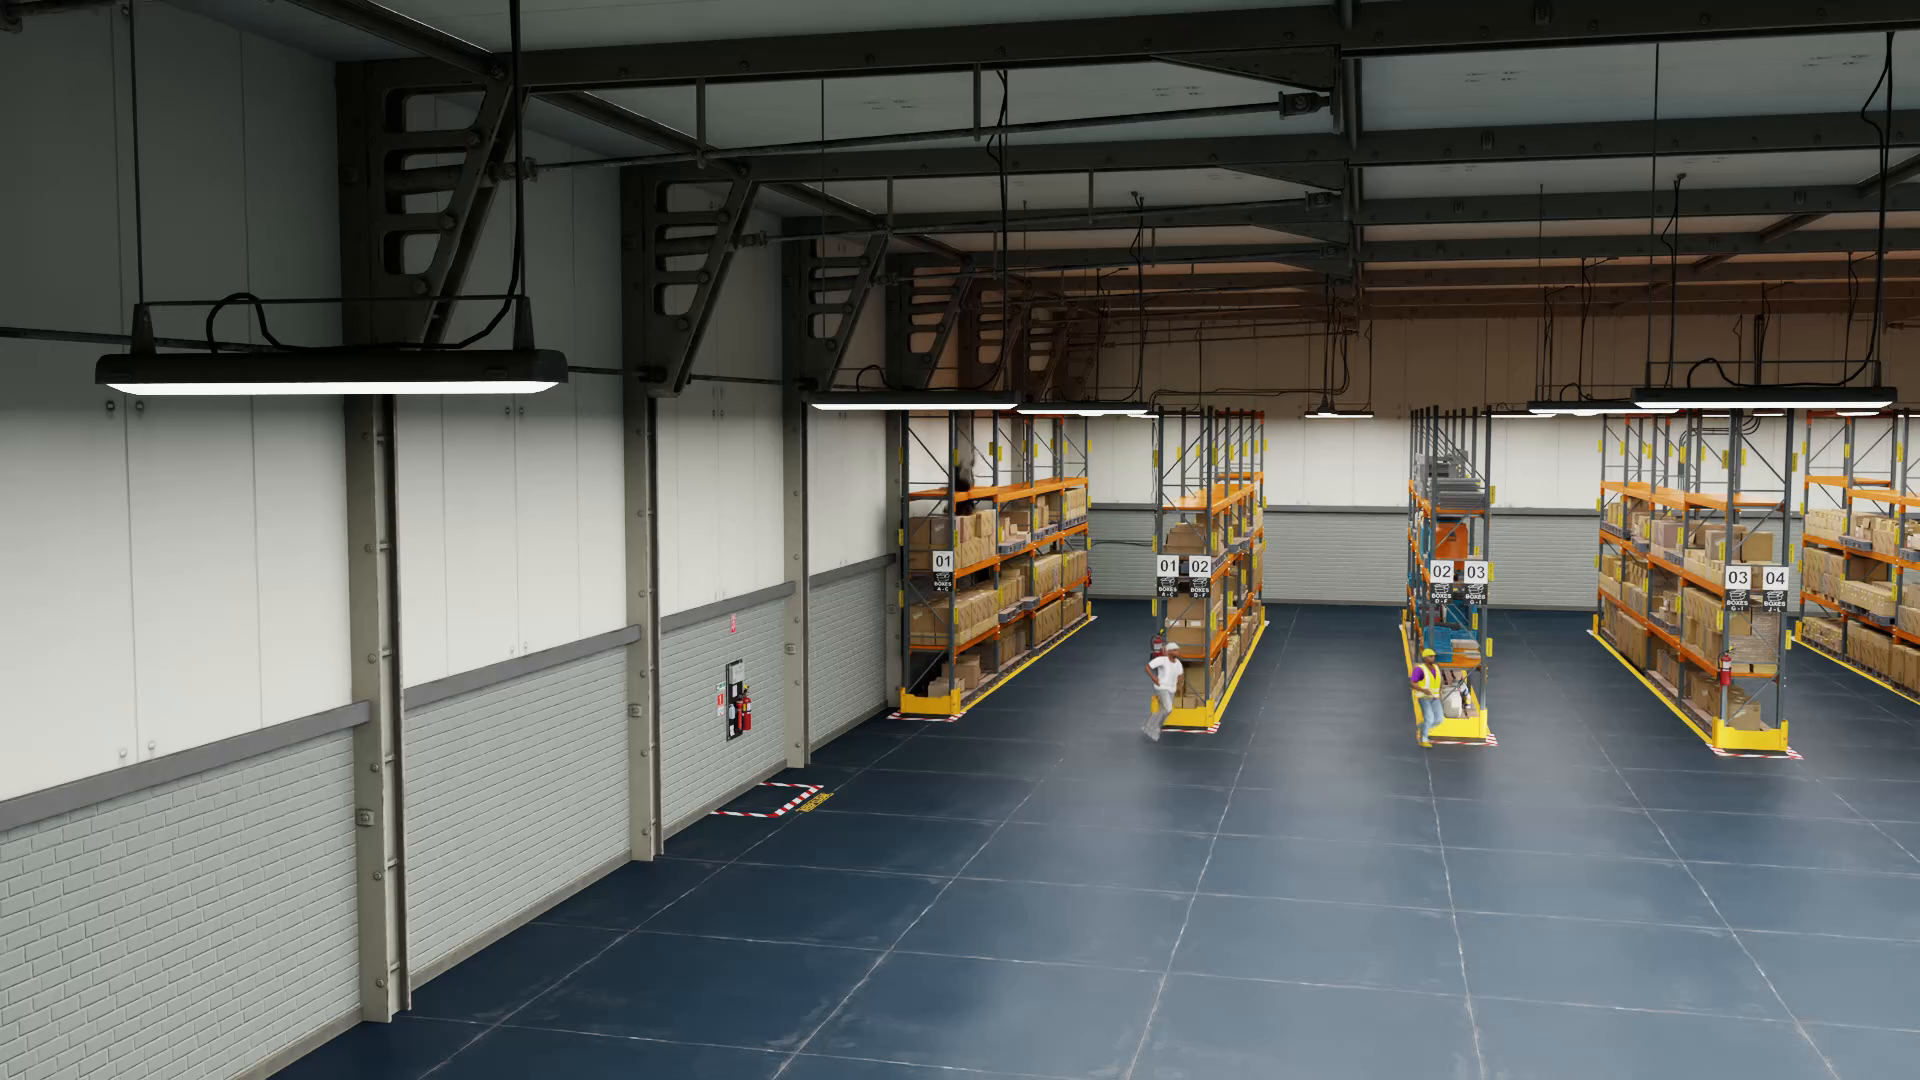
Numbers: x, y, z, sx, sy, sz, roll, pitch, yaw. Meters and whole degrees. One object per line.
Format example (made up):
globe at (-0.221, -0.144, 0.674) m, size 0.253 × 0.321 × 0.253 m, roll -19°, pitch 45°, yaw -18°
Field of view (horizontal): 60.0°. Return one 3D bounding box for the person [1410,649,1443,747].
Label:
person at (8.214, 2.762, 29.130) m, size 0.707 × 1.724 × 0.580 m, roll -2°, pitch 5°, yaw -28°

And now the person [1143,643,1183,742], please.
person at (3.691, 2.728, 29.956) m, size 0.743 × 1.767 × 0.658 m, roll -4°, pitch 5°, yaw -41°
